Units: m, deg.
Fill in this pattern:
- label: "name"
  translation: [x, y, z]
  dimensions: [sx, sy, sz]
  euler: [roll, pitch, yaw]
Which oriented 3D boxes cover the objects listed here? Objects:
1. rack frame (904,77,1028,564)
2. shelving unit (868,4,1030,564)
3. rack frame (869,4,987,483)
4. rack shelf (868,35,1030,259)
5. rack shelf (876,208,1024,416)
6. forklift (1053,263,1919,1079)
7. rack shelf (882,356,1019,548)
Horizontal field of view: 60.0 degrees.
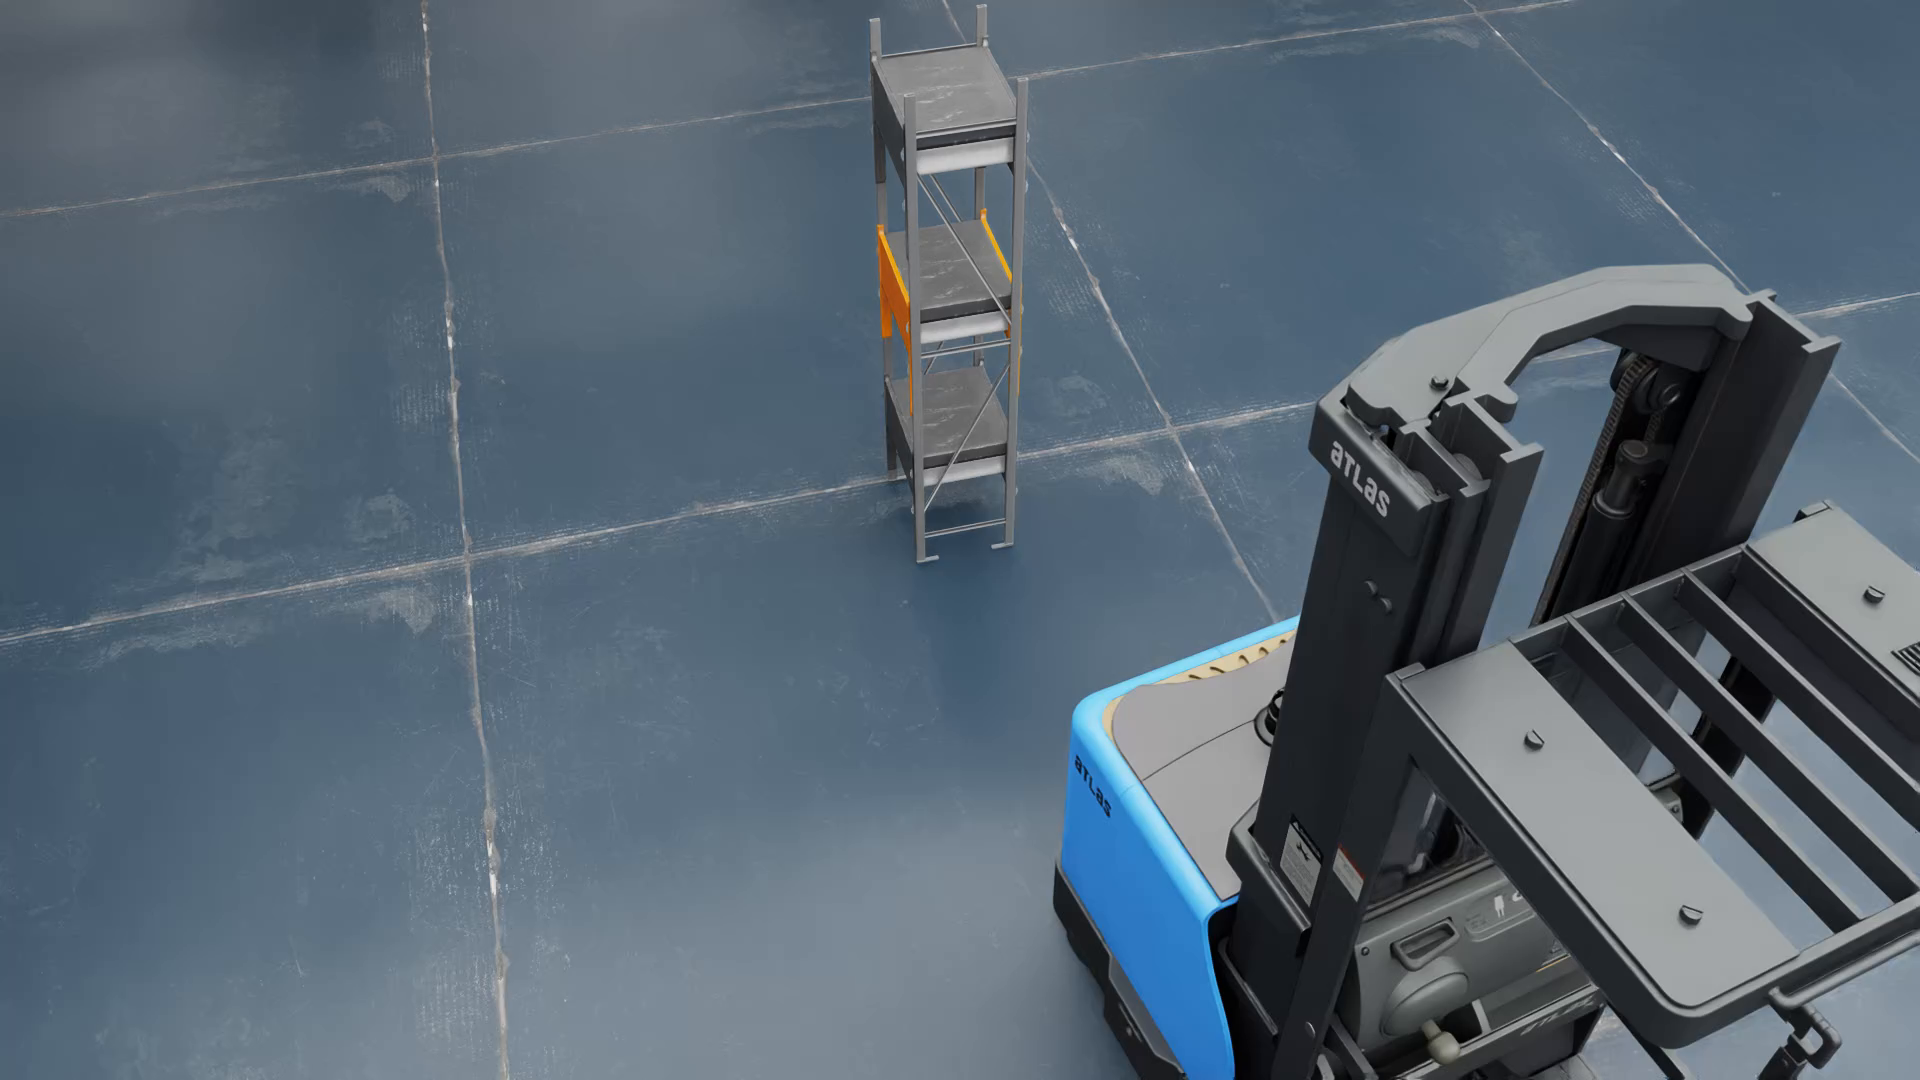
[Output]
- label: "rack frame"
  translation: [0.020, -0.681, 5.947]
  dimensions: [0.400, 2.100, 0.015]
  euler: [-11, 47, -10]
- label: "shelving unit"
  translation: [-0.042, -0.849, 6.112]
  dimensions: [0.431, 2.100, 0.503]
  euler: [-11, 47, -10]
- label: "rack frame"
  translation: [-0.105, -1.018, 6.277]
  dimensions: [0.400, 2.100, 0.015]
  euler: [-11, 47, -10]
- label: "rack shelf"
  translation: [-0.042, -1.330, 5.622]
  dimensions: [0.431, 0.518, 0.480]
  euler: [-11, 47, -10]
- label: "rack shelf"
  translation: [-0.042, -0.840, 6.122]
  dimensions: [0.431, 0.518, 0.480]
  euler: [-11, 47, -10]
- label: "forklift"
  translation: [1.393, 0.996, 3.721]
  dimensions: [1.130, 2.935, 3.031]
  euler: [-19, 48, -17]
- label: "rack shelf"
  translation: [-0.042, -0.350, 6.622]
  dimensions: [0.431, 0.518, 0.480]
  euler: [-11, 47, -10]
